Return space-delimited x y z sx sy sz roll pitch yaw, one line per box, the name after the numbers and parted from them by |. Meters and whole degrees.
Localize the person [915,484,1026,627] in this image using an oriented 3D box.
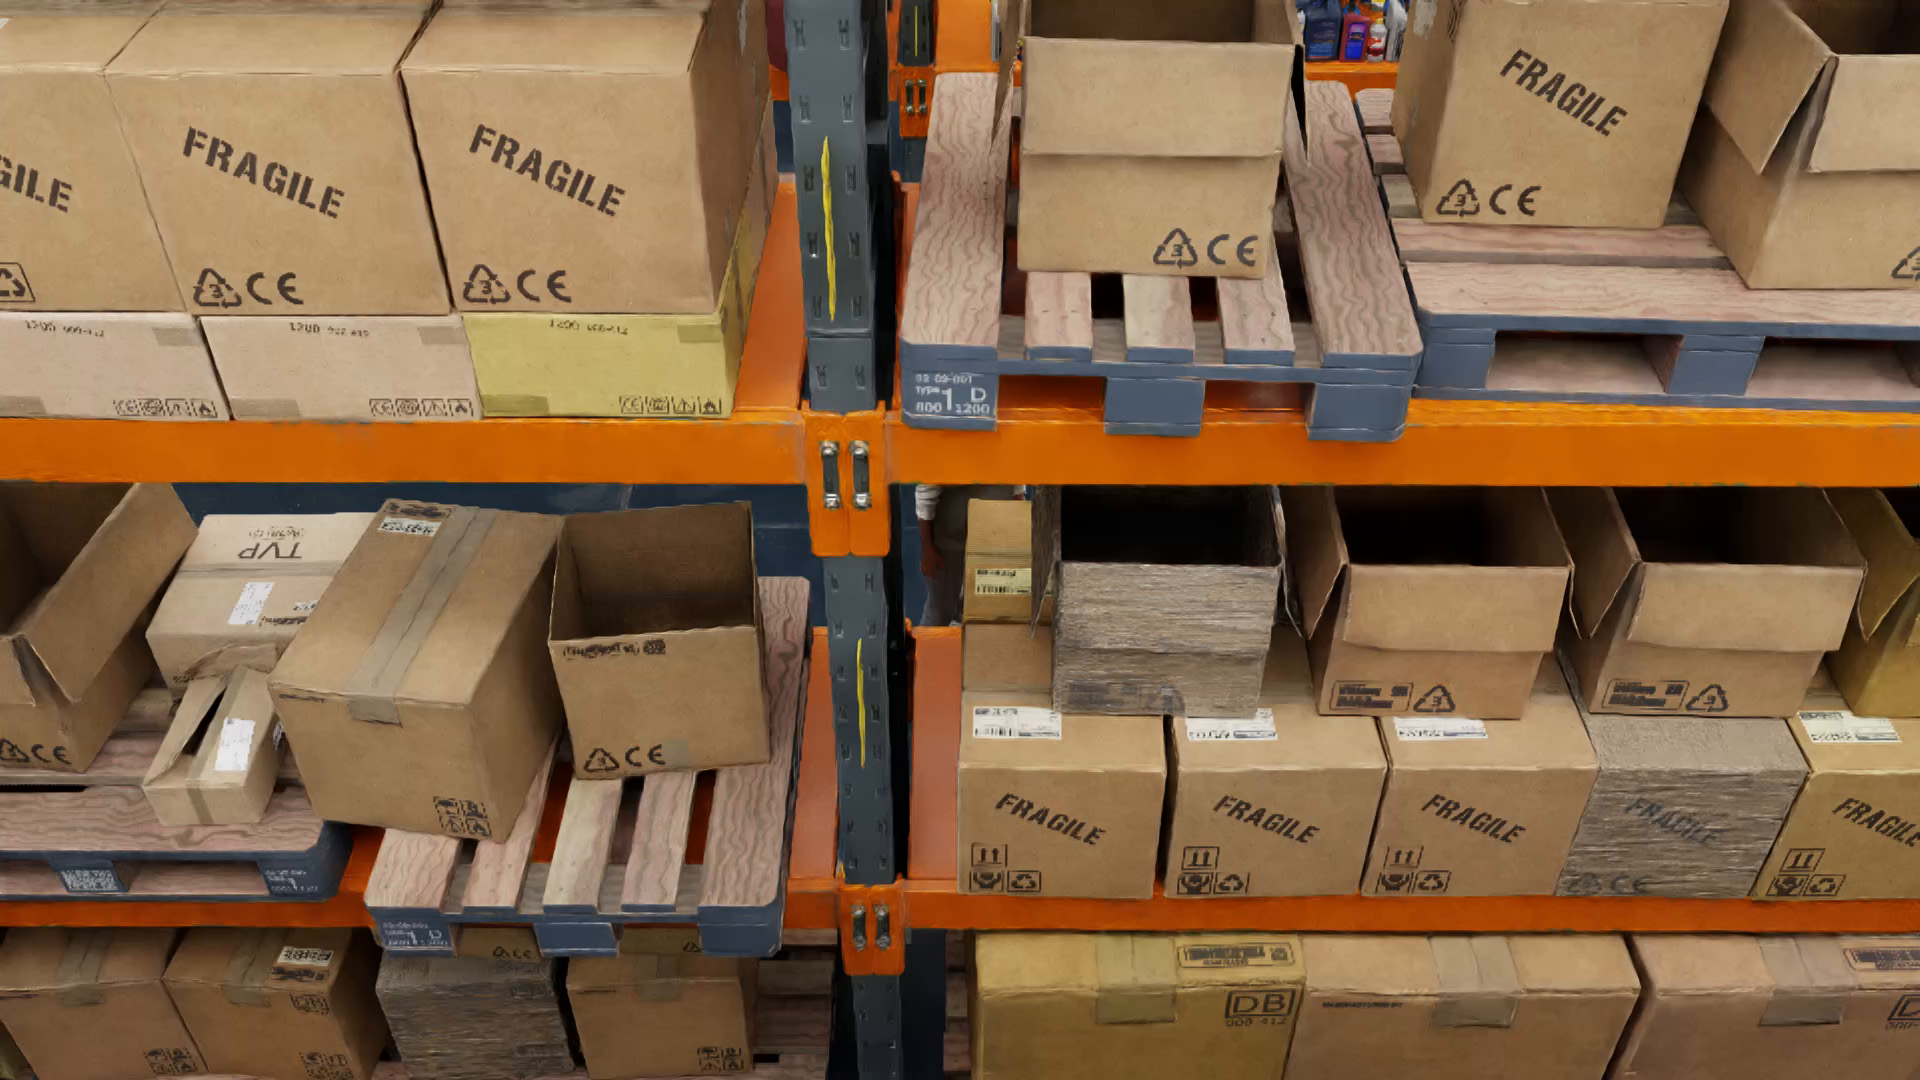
0.009 -0.060 6.225 0.510 1.571 0.454 -23 45 -25 | person
